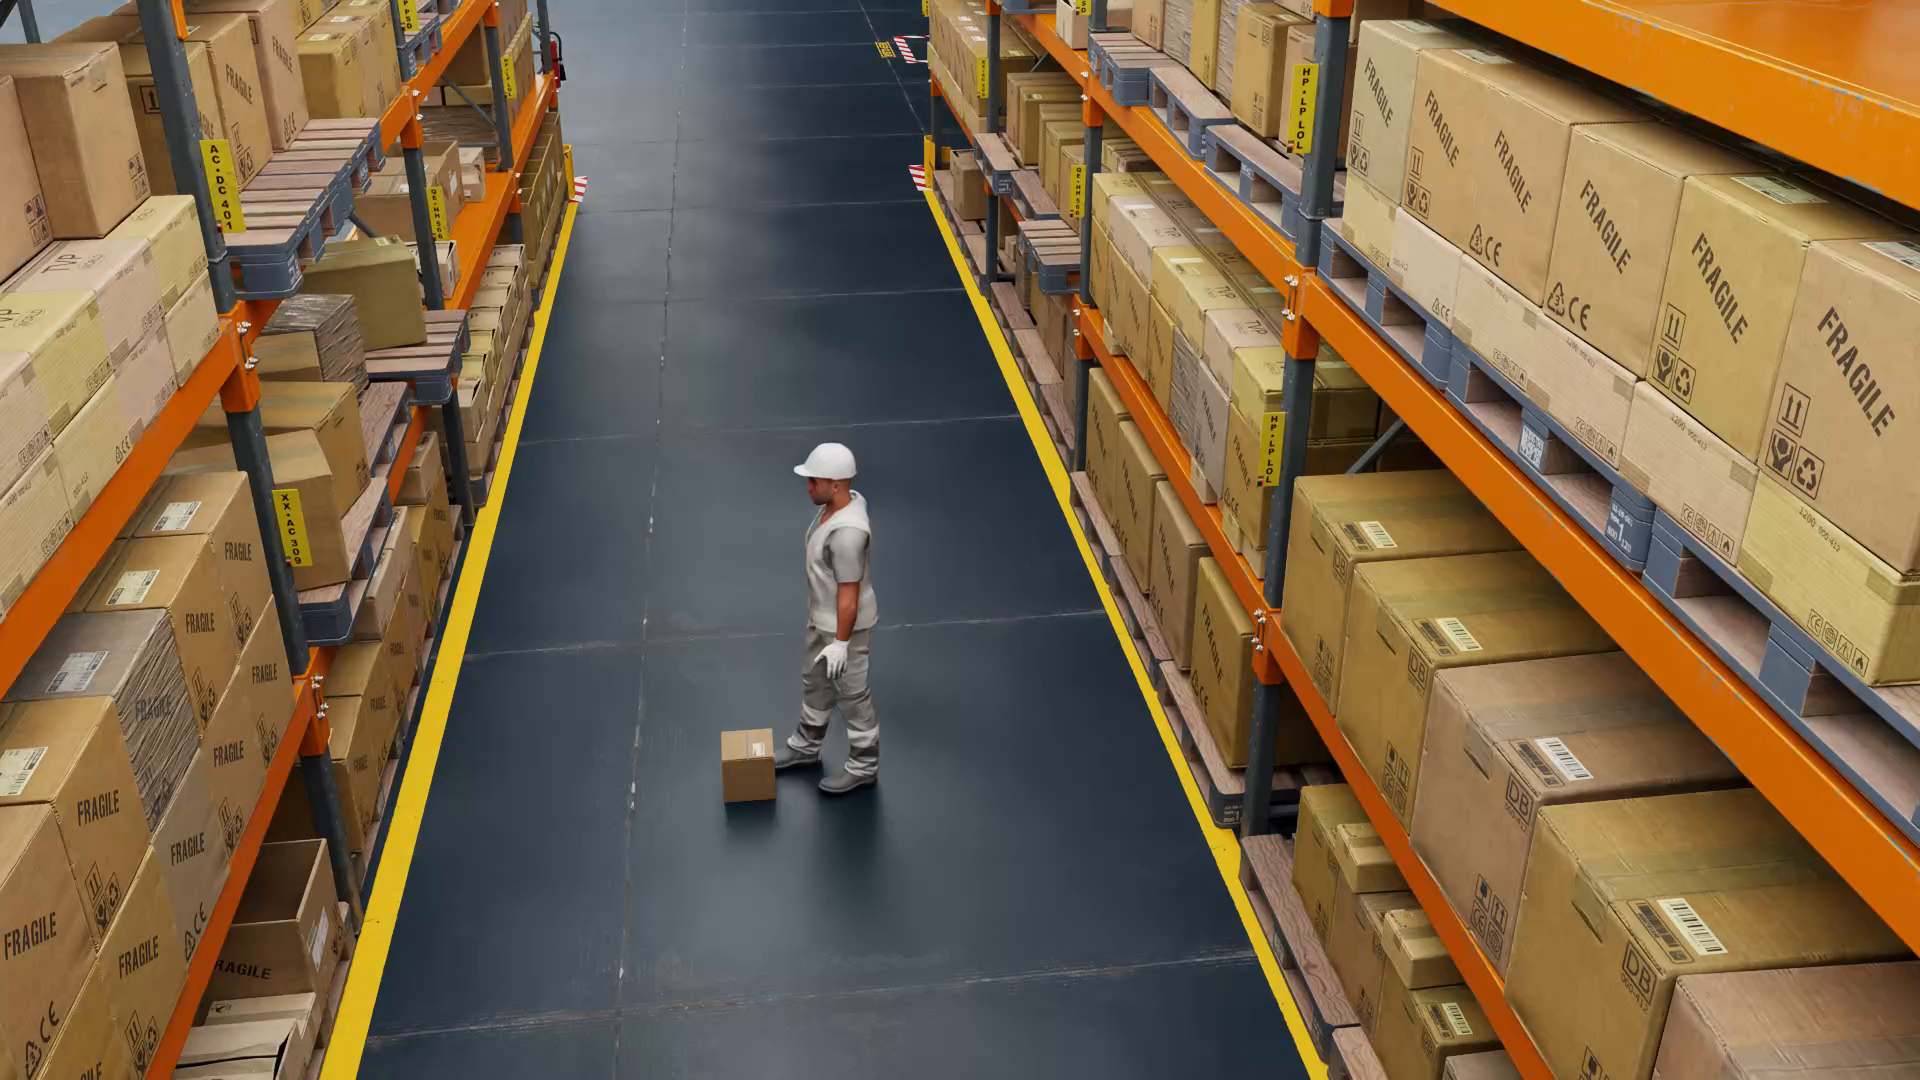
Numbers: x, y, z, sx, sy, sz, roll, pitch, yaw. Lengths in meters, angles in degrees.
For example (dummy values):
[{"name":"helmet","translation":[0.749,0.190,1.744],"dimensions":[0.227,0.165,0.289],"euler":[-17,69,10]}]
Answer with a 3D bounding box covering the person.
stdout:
[{"name":"person","translation":[-0.676,0.399,7.781],"dimensions":[0.584,1.787,0.588],"euler":[-6,28,-12]}]
